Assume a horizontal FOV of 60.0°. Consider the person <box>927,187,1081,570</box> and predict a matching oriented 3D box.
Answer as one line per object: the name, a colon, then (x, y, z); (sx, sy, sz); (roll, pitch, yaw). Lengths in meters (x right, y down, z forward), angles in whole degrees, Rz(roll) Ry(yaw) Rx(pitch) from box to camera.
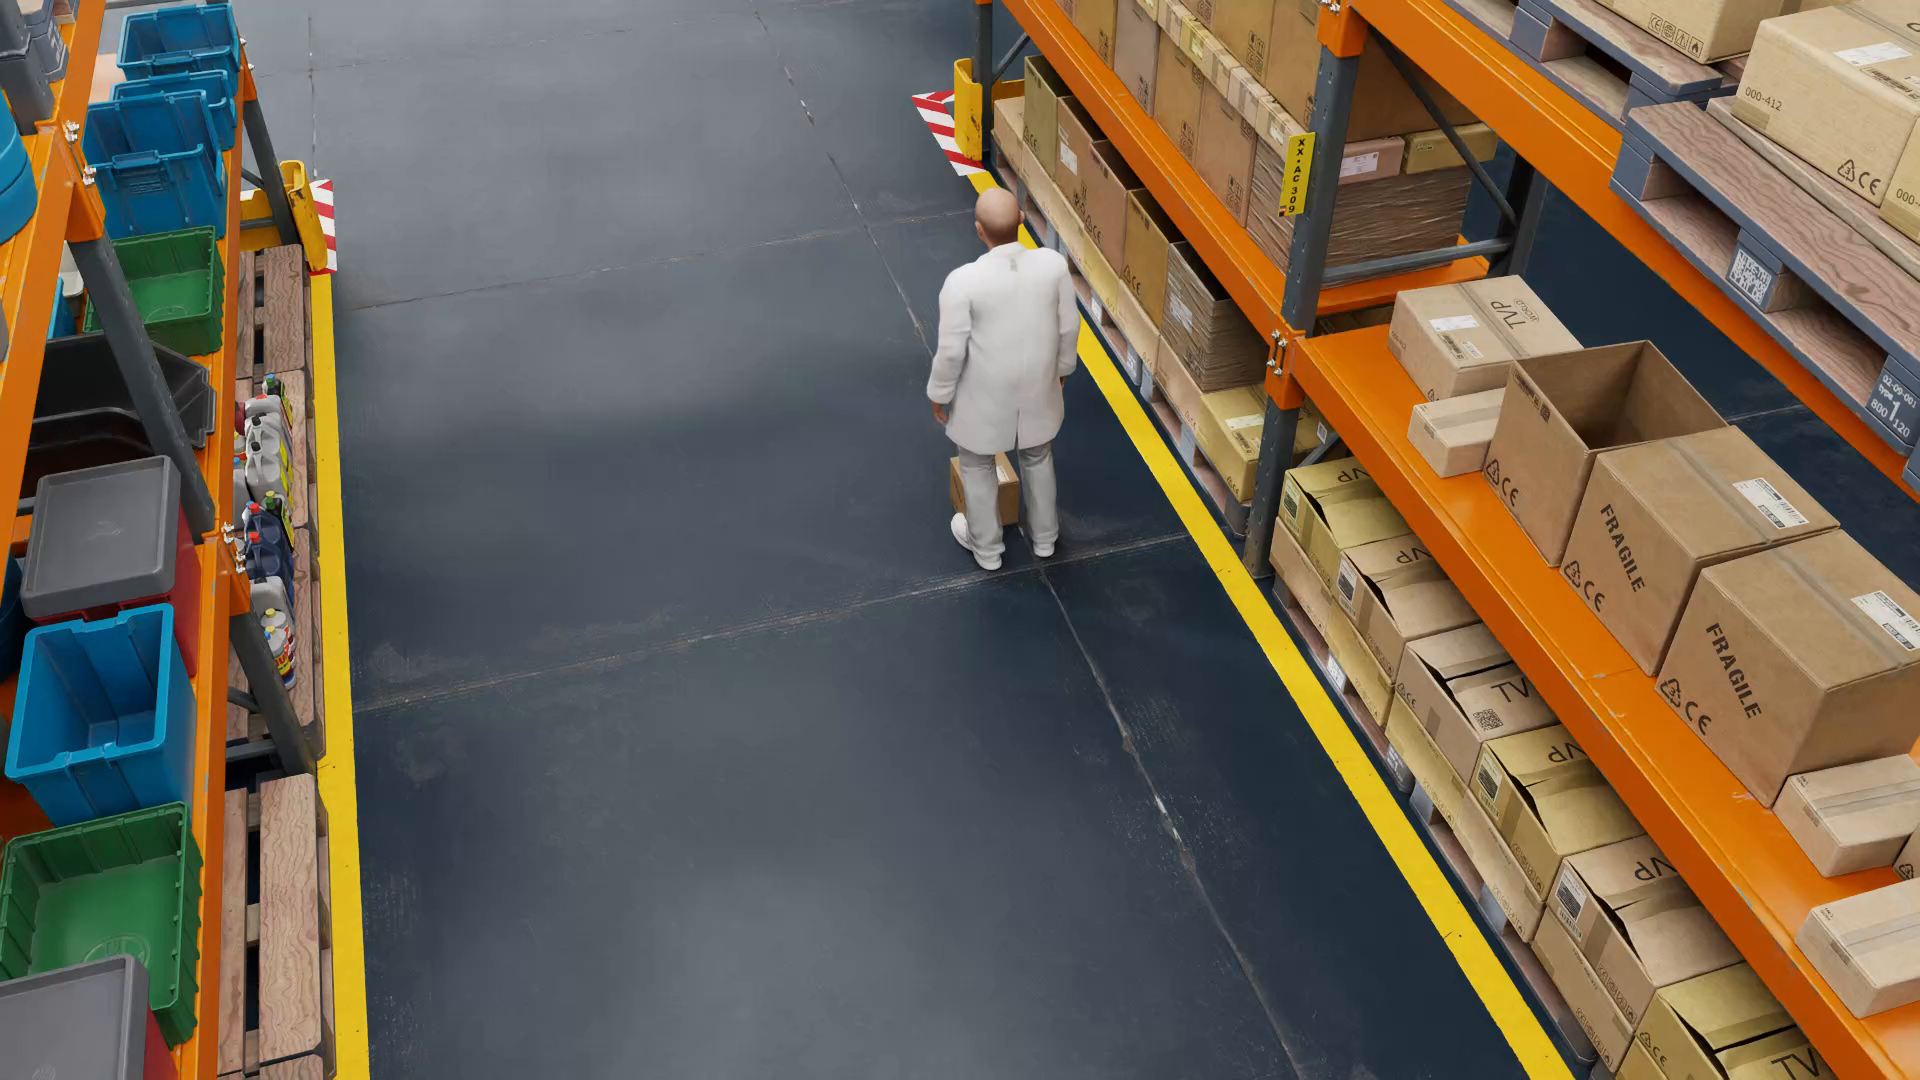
person: (0.179, -0.642, 6.892); (0.655, 1.775, 0.419); (-13, 43, -14)
